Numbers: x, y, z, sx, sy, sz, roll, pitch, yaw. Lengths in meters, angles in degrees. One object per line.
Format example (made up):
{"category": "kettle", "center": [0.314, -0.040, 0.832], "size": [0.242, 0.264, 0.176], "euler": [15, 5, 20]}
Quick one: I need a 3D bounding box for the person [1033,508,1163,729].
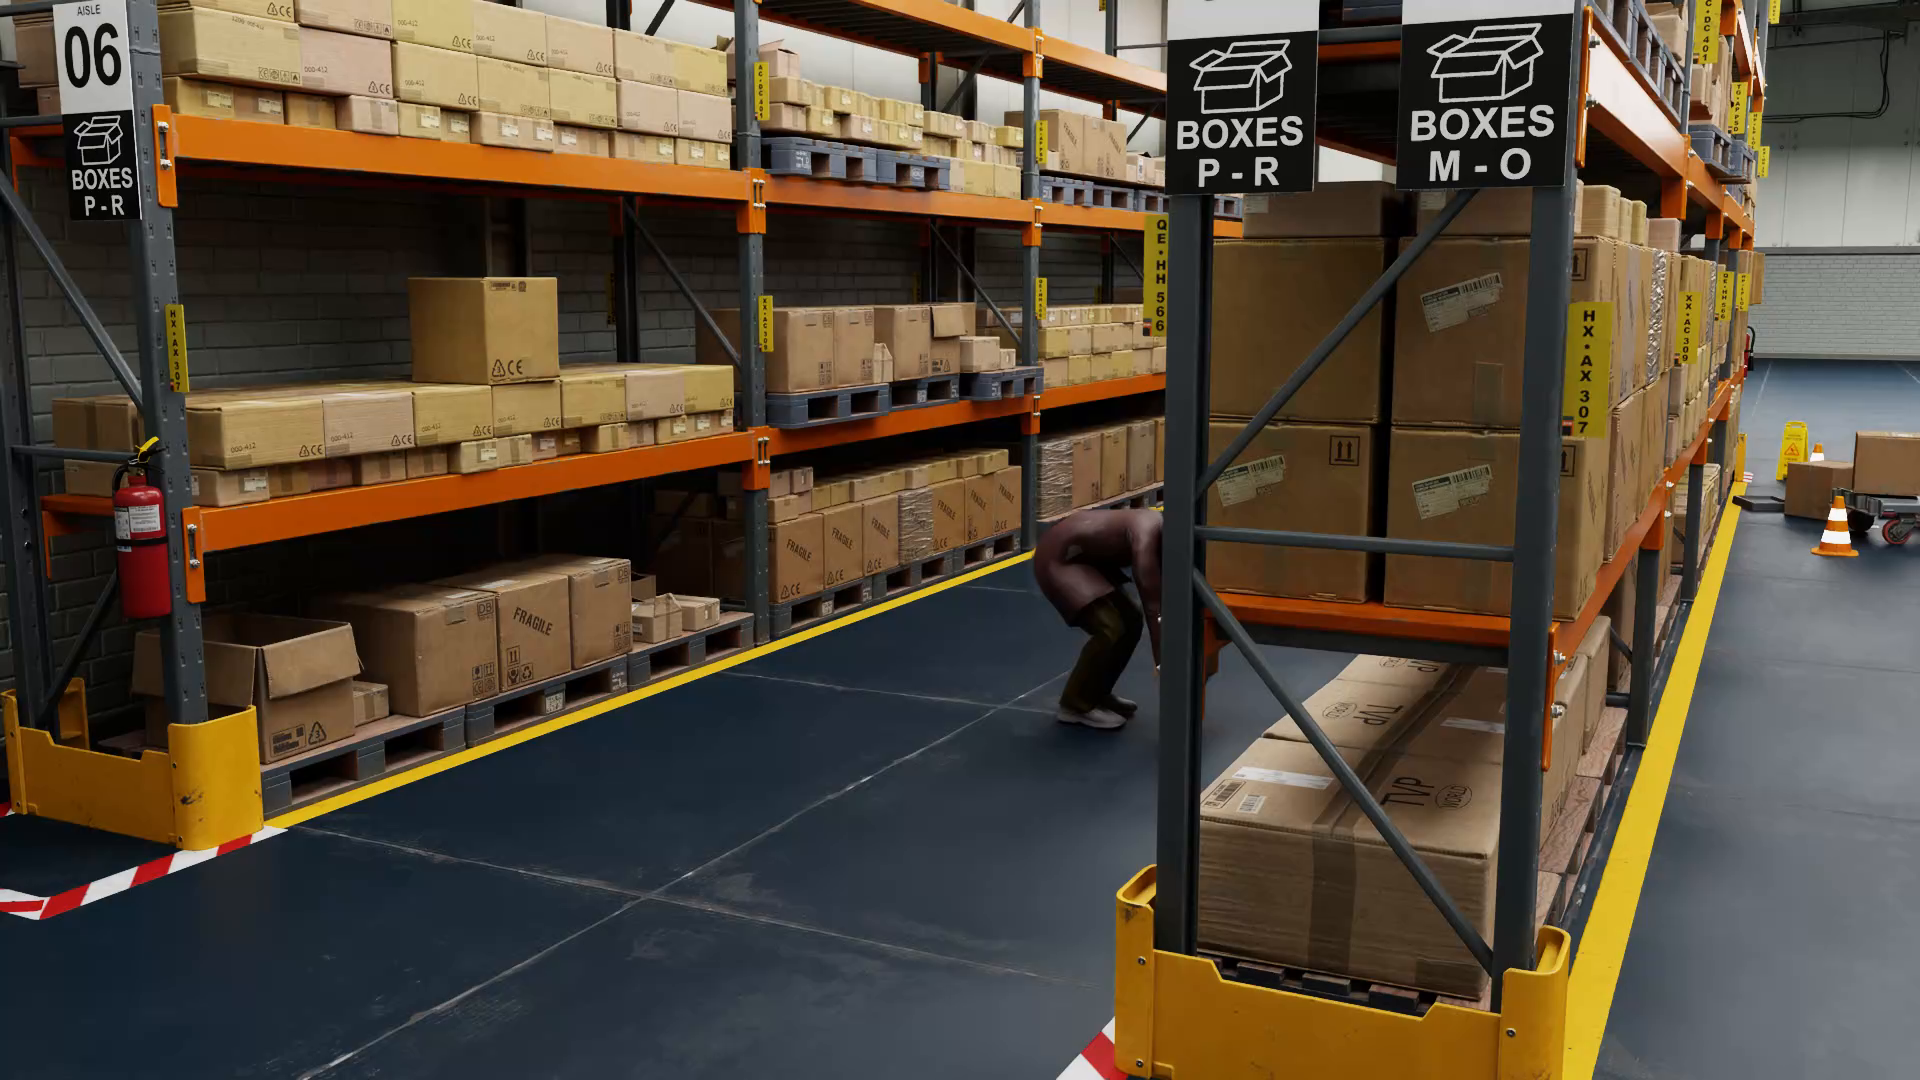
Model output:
{"category": "person", "center": [0.819, 0.377, 8.237], "size": [0.941, 1.085, 0.585], "euler": [4, 10, 23]}
